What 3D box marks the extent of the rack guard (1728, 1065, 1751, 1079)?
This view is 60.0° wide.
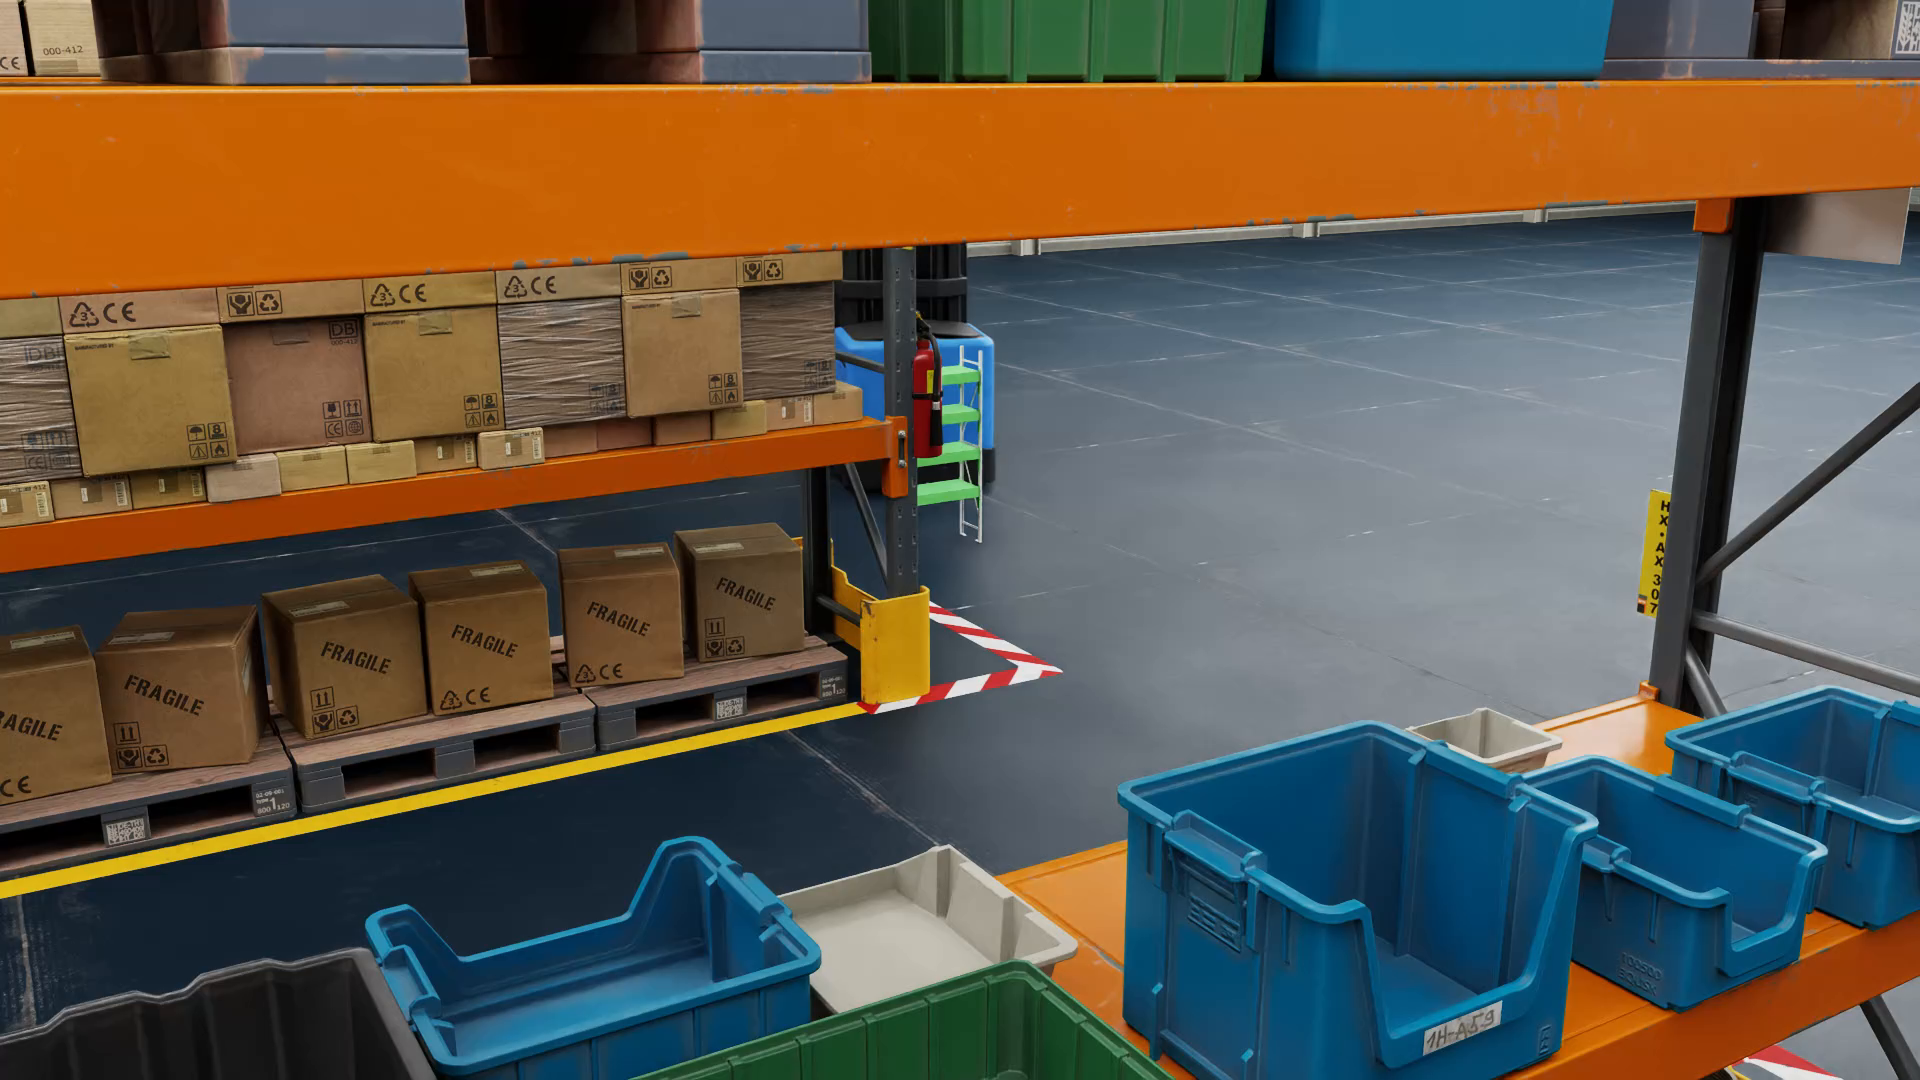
[{"bbox_3d":[2.009,1.526,4.040,0.348,0.500,1.175,-9,18,-30],"label":"rack guard"}]

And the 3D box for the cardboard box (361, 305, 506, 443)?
[{"bbox_3d":[-2.239,-0.743,6.766,0.500,0.500,0.875,-9,18,-30],"label":"cardboard box"}]

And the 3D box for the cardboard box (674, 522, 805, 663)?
[{"bbox_3d":[-1.045,0.239,7.852,0.500,0.500,0.500,-6,17,-19],"label":"cardboard box"}]

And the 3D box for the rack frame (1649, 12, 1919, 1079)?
[{"bbox_3d":[2.048,0.300,3.782,0.053,2.616,0.949,-9,18,-30],"label":"rack frame"}]

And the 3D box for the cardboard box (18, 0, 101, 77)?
[{"bbox_3d":[-2.961,-1.739,5.777,0.500,0.250,0.500,-9,18,-30],"label":"cardboard box"}]

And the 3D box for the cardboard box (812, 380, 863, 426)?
[{"bbox_3d":[-0.639,-0.637,7.589,0.250,0.149,0.380,-9,18,-30],"label":"cardboard box"}]

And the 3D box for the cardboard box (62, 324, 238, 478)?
[{"bbox_3d":[-3.066,-0.590,6.221,0.500,0.500,0.875,-9,18,-30],"label":"cardboard box"}]

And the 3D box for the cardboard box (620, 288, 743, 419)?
[{"bbox_3d":[-1.354,-0.869,7.216,0.500,0.500,0.875,-9,18,-30],"label":"cardboard box"}]

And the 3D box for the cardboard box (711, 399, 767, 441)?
[{"bbox_3d":[-1.042,-0.555,7.299,0.250,0.149,0.380,-9,18,-30],"label":"cardboard box"}]

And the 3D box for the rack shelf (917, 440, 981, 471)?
[{"bbox_3d":[-0.142,-0.493,10.183,0.480,0.148,0.258,-9,18,-30],"label":"rack shelf"}]

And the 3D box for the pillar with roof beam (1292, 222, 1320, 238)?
[{"bbox_3d":[8.421,-8.792,25.103,0.400,9.000,9.100,-9,18,-30],"label":"pillar with roof beam"}]

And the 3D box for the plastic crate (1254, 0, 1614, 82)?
[{"bbox_3d":[0.570,-0.801,2.182,0.575,0.384,0.392,-9,18,-30],"label":"plastic crate"}]

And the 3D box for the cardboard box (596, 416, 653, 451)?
[{"bbox_3d":[-1.499,-0.499,7.098,0.250,0.149,0.380,-9,18,-30],"label":"cardboard box"}]

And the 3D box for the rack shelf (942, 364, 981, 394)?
[{"bbox_3d":[-0.142,-0.955,10.053,0.480,0.148,0.258,-9,18,-30],"label":"rack shelf"}]

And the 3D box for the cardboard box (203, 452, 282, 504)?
[{"bbox_3d":[-2.725,-0.263,6.257,0.250,0.149,0.380,-9,18,-30],"label":"cardboard box"}]

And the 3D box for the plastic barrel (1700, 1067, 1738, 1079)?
[{"bbox_3d":[1.525,1.406,3.669,0.421,0.512,0.421,0,16,0],"label":"plastic barrel"}]

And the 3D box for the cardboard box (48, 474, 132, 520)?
[{"bbox_3d":[-3.170,-0.201,6.036,0.250,0.149,0.380,-9,18,-30],"label":"cardboard box"}]

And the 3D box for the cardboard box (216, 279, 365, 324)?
[{"bbox_3d":[-2.557,-1.105,6.205,0.500,0.500,0.500,-9,18,-30],"label":"cardboard box"}]

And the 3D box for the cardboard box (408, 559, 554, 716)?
[{"bbox_3d":[-2.086,0.413,7.232,0.500,0.500,0.500,-7,17,-25],"label":"cardboard box"}]

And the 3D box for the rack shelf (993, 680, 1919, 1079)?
[{"bbox_3d":[0.335,0.925,2.884,4.000,0.370,1.077,-9,18,-30],"label":"rack shelf"}]

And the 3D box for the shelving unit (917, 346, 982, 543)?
[{"bbox_3d":[-0.142,-0.555,10.166,0.503,1.200,0.258,-9,18,-30],"label":"shelving unit"}]

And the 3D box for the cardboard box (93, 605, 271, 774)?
[{"bbox_3d":[-3.079,0.585,6.620,0.500,0.500,0.500,-3,16,-12],"label":"cardboard box"}]

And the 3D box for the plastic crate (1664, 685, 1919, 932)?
[{"bbox_3d":[1.775,0.511,3.304,0.616,0.251,0.499,-9,18,-30],"label":"plastic crate"}]

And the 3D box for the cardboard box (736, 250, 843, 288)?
[{"bbox_3d":[-0.845,-1.384,7.202,0.500,0.500,0.500,-9,18,-30],"label":"cardboard box"}]

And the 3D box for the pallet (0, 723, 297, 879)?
[{"bbox_3d":[-3.372,0.952,6.622,1.213,0.211,1.003,-9,18,-30],"label":"pallet"}]

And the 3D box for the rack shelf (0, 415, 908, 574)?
[{"bbox_3d":[-2.216,-0.221,6.972,4.000,0.370,1.077,-9,18,-30],"label":"rack shelf"}]

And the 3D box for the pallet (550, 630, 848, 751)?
[{"bbox_3d":[-1.281,0.613,7.832,1.213,0.211,1.003,-9,18,-30],"label":"pallet"}]

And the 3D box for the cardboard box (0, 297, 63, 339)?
[{"bbox_3d":[-3.413,-0.966,5.708,0.500,0.500,0.500,-9,18,-30],"label":"cardboard box"}]

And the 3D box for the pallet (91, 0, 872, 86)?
[{"bbox_3d":[-0.811,-0.619,1.854,1.003,0.211,1.213,-9,18,-30],"label":"pallet"}]

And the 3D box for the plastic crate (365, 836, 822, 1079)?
[{"bbox_3d":[-0.570,0.712,2.588,0.616,0.251,0.499,-9,18,-30],"label":"plastic crate"}]

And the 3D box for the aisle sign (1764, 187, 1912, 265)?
[{"bbox_3d":[1.960,-1.029,3.705,0.004,0.787,0.394,-9,18,-30],"label":"aisle sign"}]

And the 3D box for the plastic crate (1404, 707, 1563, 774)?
[{"bbox_3d":[1.117,0.478,3.636,0.250,0.136,0.298,-9,18,-30],"label":"plastic crate"}]

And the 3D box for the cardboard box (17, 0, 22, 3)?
[{"bbox_3d":[-3.354,-2.036,6.097,0.250,0.149,0.380,-10,19,-32],"label":"cardboard box"}]

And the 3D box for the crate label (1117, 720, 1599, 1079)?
[{"bbox_3d":[0.611,0.602,2.638,0.616,0.435,0.502,-9,18,-30],"label":"crate label"}]

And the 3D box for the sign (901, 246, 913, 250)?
[{"bbox_3d":[-0.233,-1.423,7.200,0.005,0.325,0.100,-9,18,-30],"label":"sign"}]

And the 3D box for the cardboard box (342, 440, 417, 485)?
[{"bbox_3d":[-2.312,-0.340,6.530,0.250,0.149,0.380,-9,18,-30],"label":"cardboard box"}]

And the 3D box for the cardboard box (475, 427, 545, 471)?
[{"bbox_3d":[-1.871,-0.404,6.759,0.250,0.149,0.380,-9,18,-30],"label":"cardboard box"}]

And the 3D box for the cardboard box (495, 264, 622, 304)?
[{"bbox_3d":[-1.701,-1.244,6.703,0.500,0.500,0.500,-9,18,-30],"label":"cardboard box"}]

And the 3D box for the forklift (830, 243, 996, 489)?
[{"bbox_3d":[-0.539,-2.113,12.518,1.130,2.935,3.031,-3,16,-11],"label":"forklift"}]
